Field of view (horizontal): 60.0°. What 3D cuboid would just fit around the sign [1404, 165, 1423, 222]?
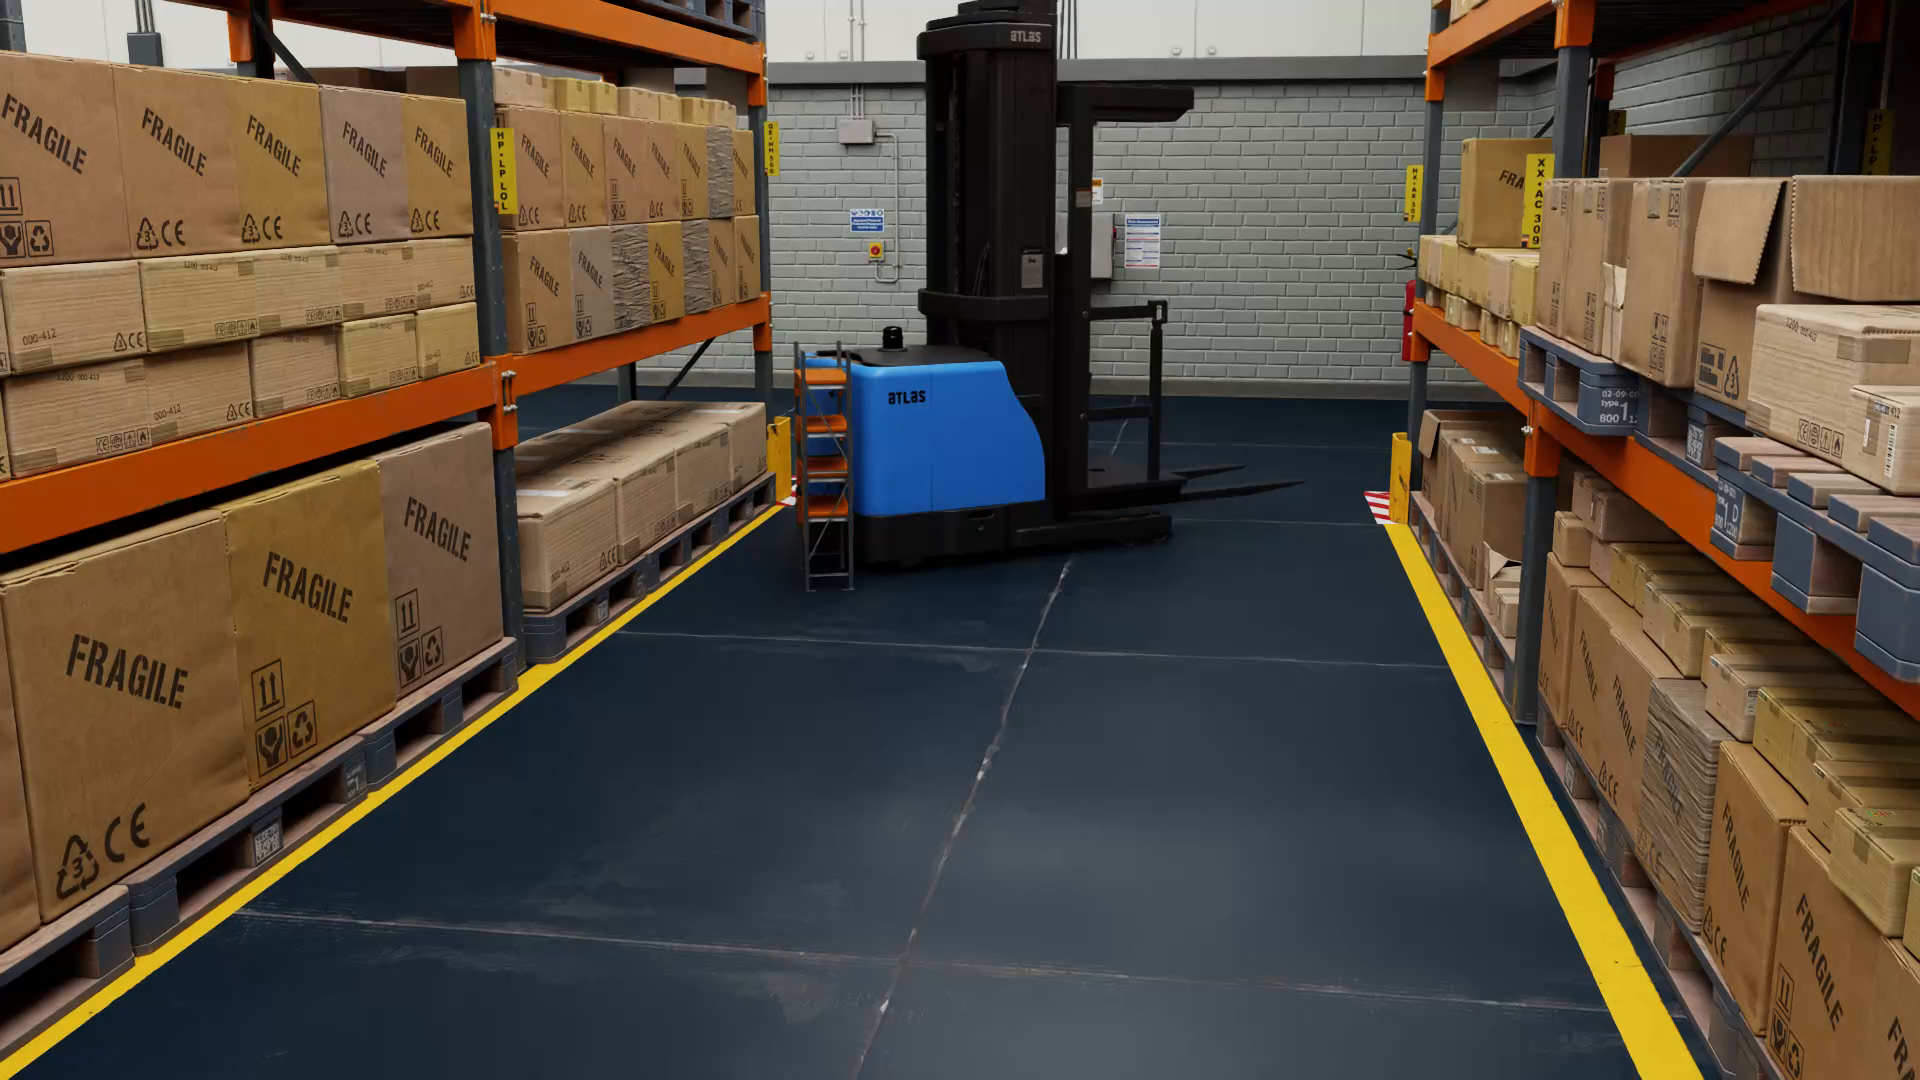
[{"bbox_3d":[2.669,-2.036,9.768,0.100,0.325,0.005,2,12,9],"label":"sign"}]

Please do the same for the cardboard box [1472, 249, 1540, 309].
[{"bbox_3d":[2.579,-1.157,7.393,0.500,0.250,0.500,2,12,8],"label":"cardboard box"}]

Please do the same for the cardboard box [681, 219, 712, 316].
[{"bbox_3d":[-1.674,-1.484,9.023,0.500,0.500,0.500,2,12,10],"label":"cardboard box"}]

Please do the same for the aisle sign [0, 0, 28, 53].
[{"bbox_3d":[-6.299,-3.171,10.919,0.394,0.787,0.004,2,12,9],"label":"aisle sign"}]

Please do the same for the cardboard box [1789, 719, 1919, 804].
[{"bbox_3d":[1.981,0.493,3.481,0.380,0.149,0.250,2,12,10],"label":"cardboard box"}]

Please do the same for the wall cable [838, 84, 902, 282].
[{"bbox_3d":[-0.856,-3.442,15.860,0.585,1.953,0.123,2,12,9],"label":"wall cable"}]

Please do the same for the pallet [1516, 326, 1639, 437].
[{"bbox_3d":[2.359,-0.506,5.179,1.003,0.211,1.213,2,12,9],"label":"pallet"}]

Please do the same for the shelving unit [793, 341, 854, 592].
[{"bbox_3d":[-0.692,-0.383,8.421,0.258,1.200,0.503,-2,12,-9],"label":"shelving unit"}]

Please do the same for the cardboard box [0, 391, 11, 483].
[{"bbox_3d":[-2.545,-0.218,3.742,0.500,0.250,0.500,2,12,7],"label":"cardboard box"}]

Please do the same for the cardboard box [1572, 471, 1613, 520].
[{"bbox_3d":[2.332,-0.141,5.718,0.380,0.149,0.250,2,12,8],"label":"cardboard box"}]

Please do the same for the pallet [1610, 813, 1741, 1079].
[{"bbox_3d":[2.317,1.025,4.235,1.003,0.211,1.213,2,12,9],"label":"pallet"}]

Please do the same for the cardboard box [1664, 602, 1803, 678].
[{"bbox_3d":[2.133,0.276,4.488,0.380,0.149,0.250,2,12,11],"label":"cardboard box"}]

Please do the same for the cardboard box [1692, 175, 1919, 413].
[{"bbox_3d":[2.043,-0.532,3.600,0.797,0.503,0.637,2,12,7],"label":"cardboard box"}]

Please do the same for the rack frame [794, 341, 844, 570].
[{"bbox_3d":[-0.732,-0.433,8.656,0.240,1.200,0.015,-2,12,-9],"label":"rack frame"}]

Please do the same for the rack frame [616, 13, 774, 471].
[{"bbox_3d":[-1.700,-1.756,10.521,1.000,3.000,0.127,2,12,9],"label":"rack frame"}]

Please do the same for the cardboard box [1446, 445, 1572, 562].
[{"bbox_3d":[2.667,-0.171,8.105,0.500,0.500,0.500,2,12,10],"label":"cardboard box"}]

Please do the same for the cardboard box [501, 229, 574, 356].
[{"bbox_3d":[-1.985,-1.061,7.060,0.500,0.500,0.500,2,12,11],"label":"cardboard box"}]

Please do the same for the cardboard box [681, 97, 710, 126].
[{"bbox_3d":[-1.609,-2.368,9.212,0.380,0.149,0.250,2,12,10],"label":"cardboard box"}]

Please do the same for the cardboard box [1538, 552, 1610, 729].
[{"bbox_3d":[2.293,0.347,5.700,0.500,0.500,0.500,2,12,11],"label":"cardboard box"}]

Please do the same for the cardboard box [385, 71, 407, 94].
[{"bbox_3d":[-2.435,-1.904,7.056,0.380,0.149,0.250,2,12,10],"label":"cardboard box"}]

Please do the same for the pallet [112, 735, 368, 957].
[{"bbox_3d":[-2.545,0.858,5.012,1.003,0.211,1.213,2,12,9],"label":"pallet"}]

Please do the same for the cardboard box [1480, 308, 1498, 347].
[{"bbox_3d":[2.503,-0.932,7.296,0.380,0.149,0.250,2,12,8],"label":"cardboard box"}]

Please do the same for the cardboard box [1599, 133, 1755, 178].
[{"bbox_3d":[3.082,-1.503,7.218,0.500,0.500,0.500,2,12,7],"label":"cardboard box"}]

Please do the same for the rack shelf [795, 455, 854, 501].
[{"bbox_3d":[-0.692,-0.317,8.435,0.258,0.148,0.480,-2,12,-9],"label":"rack shelf"}]

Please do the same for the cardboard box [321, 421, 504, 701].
[{"bbox_3d":[-2.332,0.042,6.226,0.875,0.875,0.875,2,12,10],"label":"cardboard box"}]

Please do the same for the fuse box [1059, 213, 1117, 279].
[{"bbox_3d":[1.197,-2.202,15.650,0.539,1.711,0.414,2,12,9],"label":"fuse box"}]

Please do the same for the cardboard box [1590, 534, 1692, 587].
[{"bbox_3d":[2.305,0.063,5.479,0.380,0.149,0.250,2,12,7],"label":"cardboard box"}]

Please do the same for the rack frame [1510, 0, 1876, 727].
[{"bbox_3d":[2.590,-0.763,5.914,1.000,3.000,0.127,2,12,9],"label":"rack frame"}]

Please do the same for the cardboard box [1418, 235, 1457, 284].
[{"bbox_3d":[2.869,-1.582,9.365,0.500,0.250,0.500,2,12,9],"label":"cardboard box"}]

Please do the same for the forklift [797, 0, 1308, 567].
[{"bbox_3d":[0.623,-1.487,9.436,3.031,2.935,1.130,-6,14,-27],"label":"forklift"}]

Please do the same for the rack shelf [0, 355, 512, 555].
[{"bbox_3d":[-2.623,-0.155,4.801,1.077,0.370,4.000,2,12,9],"label":"rack shelf"}]

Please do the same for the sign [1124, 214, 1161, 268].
[{"bbox_3d":[1.717,-2.813,15.650,0.329,0.494,0.001,2,12,9],"label":"sign"}]

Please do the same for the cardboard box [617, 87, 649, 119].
[{"bbox_3d":[-1.758,-2.152,8.207,0.380,0.149,0.250,2,12,9],"label":"cardboard box"}]

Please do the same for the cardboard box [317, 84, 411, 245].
[{"bbox_3d":[-2.208,-1.252,5.571,0.500,0.500,0.500,2,12,10],"label":"cardboard box"}]

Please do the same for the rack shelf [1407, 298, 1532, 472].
[{"bbox_3d":[2.897,-0.828,7.922,1.077,0.370,4.000,2,12,9],"label":"rack shelf"}]

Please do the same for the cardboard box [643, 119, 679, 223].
[{"bbox_3d":[-1.749,-1.868,8.431,0.500,0.500,0.500,2,12,8],"label":"cardboard box"}]

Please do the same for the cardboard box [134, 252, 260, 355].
[{"bbox_3d":[-2.348,-0.675,4.675,0.500,0.250,0.500,2,12,10],"label":"cardboard box"}]

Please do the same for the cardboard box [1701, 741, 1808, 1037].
[{"bbox_3d":[1.992,0.778,3.698,0.500,0.500,0.500,2,12,11],"label":"cardboard box"}]

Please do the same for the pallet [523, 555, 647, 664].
[{"bbox_3d":[-2.121,0.284,7.673,1.003,0.211,1.213,2,12,9],"label":"pallet"}]

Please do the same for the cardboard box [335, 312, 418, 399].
[{"bbox_3d":[-2.215,-0.642,5.710,0.500,0.250,0.500,2,12,8],"label":"cardboard box"}]

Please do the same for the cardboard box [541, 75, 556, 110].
[{"bbox_3d":[-1.989,-1.944,7.242,0.380,0.149,0.250,2,12,8],"label":"cardboard box"}]

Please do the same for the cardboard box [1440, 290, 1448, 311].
[{"bbox_3d":[2.890,-1.359,9.275,0.380,0.149,0.250,2,12,10],"label":"cardboard box"}]

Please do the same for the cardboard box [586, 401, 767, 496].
[{"bbox_3d":[-1.703,-0.568,10.094,0.875,0.438,0.875,1,12,7],"label":"cardboard box"}]

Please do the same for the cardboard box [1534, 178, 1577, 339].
[{"bbox_3d":[2.294,-0.924,5.426,0.700,0.500,0.500,2,12,10],"label":"cardboard box"}]

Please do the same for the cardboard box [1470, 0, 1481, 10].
[{"bbox_3d":[2.594,-2.564,7.749,0.380,0.149,0.250,2,12,9],"label":"cardboard box"}]
